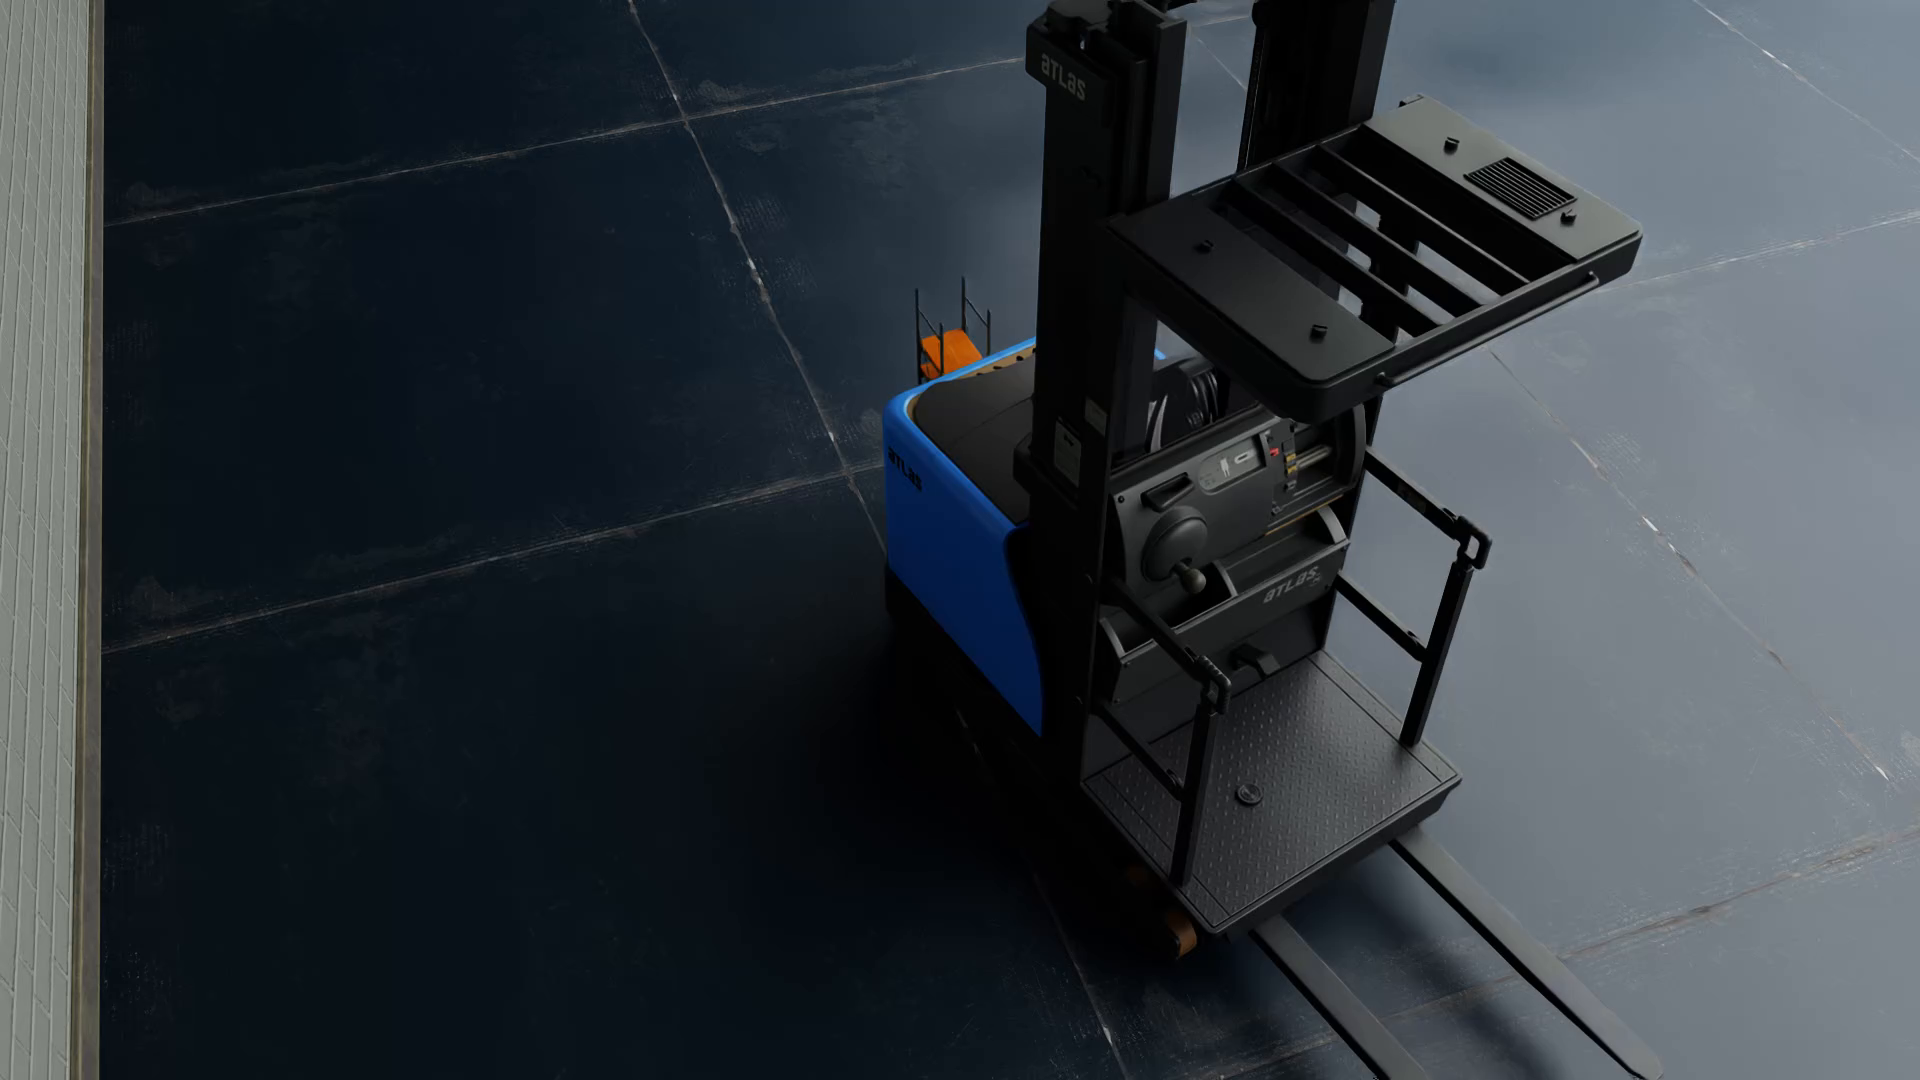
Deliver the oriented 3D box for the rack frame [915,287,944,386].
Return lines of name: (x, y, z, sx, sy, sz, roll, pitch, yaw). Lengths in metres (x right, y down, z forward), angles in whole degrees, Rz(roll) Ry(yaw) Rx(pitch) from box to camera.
rack frame: (-0.107, -0.404, 6.306, 0.006, 1.200, 0.240, -18, 48, -17)

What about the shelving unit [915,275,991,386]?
shelving unit: (-0.023, -0.431, 6.332, 0.189, 1.200, 0.258, -18, 48, -17)

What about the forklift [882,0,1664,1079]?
forklift: (0.950, -0.074, 4.755, 1.130, 2.935, 3.031, -25, 50, -23)

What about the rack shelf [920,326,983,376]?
rack shelf: (-0.025, -0.654, 6.108, 0.180, 0.103, 0.258, -18, 48, -17)

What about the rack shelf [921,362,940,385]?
rack shelf: (-0.024, -0.569, 6.193, 0.180, 0.103, 0.258, -18, 48, -17)

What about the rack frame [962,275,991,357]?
rack frame: (0.060, -0.458, 6.358, 0.006, 1.200, 0.240, -18, 48, -17)
